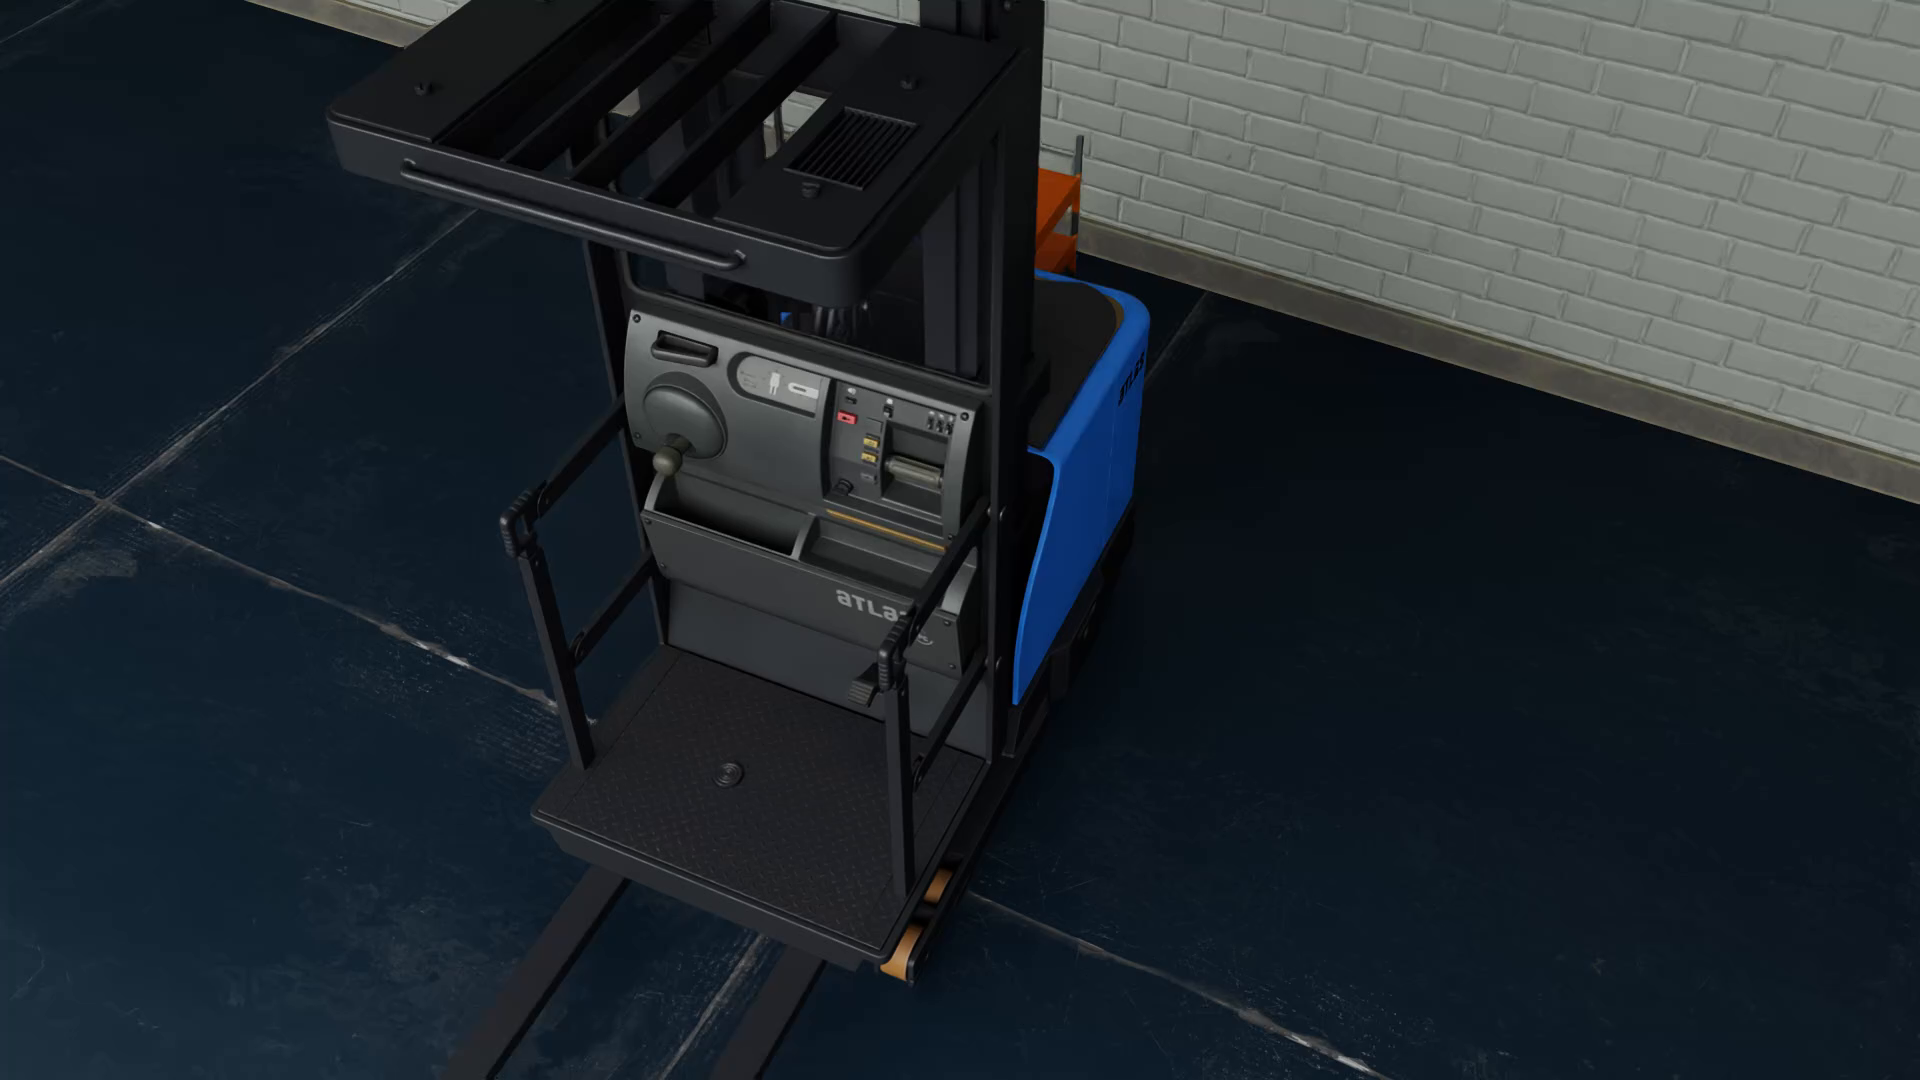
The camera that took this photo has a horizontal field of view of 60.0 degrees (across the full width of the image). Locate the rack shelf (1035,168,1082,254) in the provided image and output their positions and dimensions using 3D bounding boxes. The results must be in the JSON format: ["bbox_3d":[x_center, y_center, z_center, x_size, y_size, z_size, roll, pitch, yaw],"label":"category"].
[{"bbox_3d":[0.185,-1.027,5.369,0.258,0.148,0.480,18,48,17],"label":"rack shelf"}]

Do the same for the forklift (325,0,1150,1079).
[{"bbox_3d":[-0.486,-0.186,3.873,1.130,2.935,3.031,18,48,17],"label":"forklift"}]

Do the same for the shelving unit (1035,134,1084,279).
[{"bbox_3d":[0.185,-0.751,5.648,0.258,1.200,0.503,18,48,17],"label":"shelving unit"}]

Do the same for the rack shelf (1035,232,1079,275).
[{"bbox_3d":[0.185,-0.860,5.537,0.258,0.148,0.480,18,48,17],"label":"rack shelf"}]

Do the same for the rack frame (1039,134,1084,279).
[{"bbox_3d":[0.286,-0.909,5.804,0.240,1.200,0.015,18,48,17],"label":"rack frame"}]
